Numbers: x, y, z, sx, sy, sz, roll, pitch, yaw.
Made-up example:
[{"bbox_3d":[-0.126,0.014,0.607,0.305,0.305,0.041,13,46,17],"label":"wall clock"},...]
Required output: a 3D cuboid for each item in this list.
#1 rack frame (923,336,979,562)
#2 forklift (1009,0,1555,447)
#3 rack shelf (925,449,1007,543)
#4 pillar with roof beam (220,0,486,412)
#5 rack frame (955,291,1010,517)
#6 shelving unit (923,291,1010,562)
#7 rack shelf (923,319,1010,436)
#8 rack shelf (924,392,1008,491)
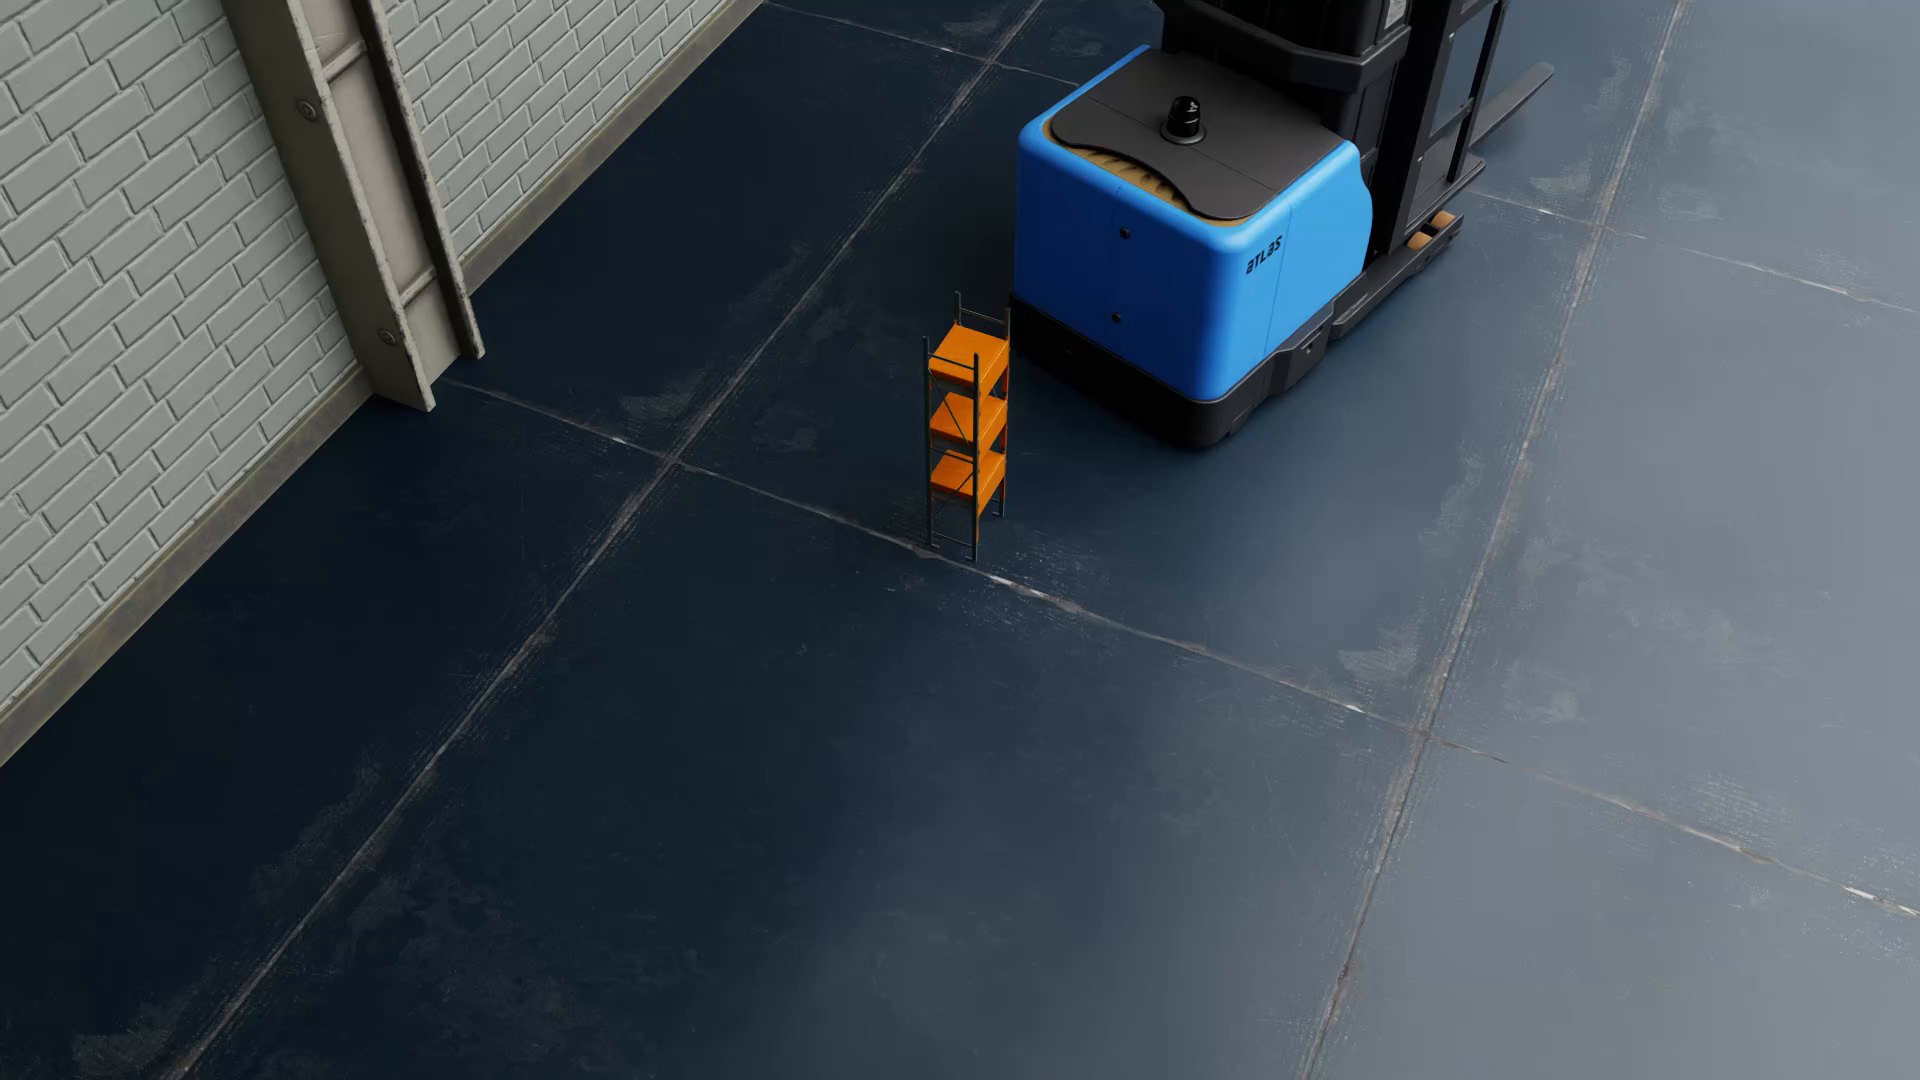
[{"bbox_3d":[-0.029,-0.293,5.810,0.200,1.050,0.008,20,52,16],"label":"rack frame"},{"bbox_3d":[1.556,-2.355,6.330,1.130,2.935,3.031,34,58,26],"label":"forklift"},{"bbox_3d":[0.023,-0.190,6.101,0.215,0.259,0.240,20,52,16],"label":"rack shelf"},{"bbox_3d":[1.700,-2.214,2.225,9.100,9.000,0.400,20,52,16],"label":"pillar with roof beam"},{"bbox_3d":[0.075,-0.461,5.953,0.200,1.050,0.008,20,52,16],"label":"rack frame"},{"bbox_3d":[0.023,-0.377,5.882,0.215,1.050,0.252,20,52,16],"label":"shelving unit"},{"bbox_3d":[0.023,-0.554,5.673,0.215,0.259,0.240,20,52,16],"label":"rack shelf"},{"bbox_3d":[0.023,-0.370,5.890,0.215,0.259,0.240,20,52,16],"label":"rack shelf"}]
